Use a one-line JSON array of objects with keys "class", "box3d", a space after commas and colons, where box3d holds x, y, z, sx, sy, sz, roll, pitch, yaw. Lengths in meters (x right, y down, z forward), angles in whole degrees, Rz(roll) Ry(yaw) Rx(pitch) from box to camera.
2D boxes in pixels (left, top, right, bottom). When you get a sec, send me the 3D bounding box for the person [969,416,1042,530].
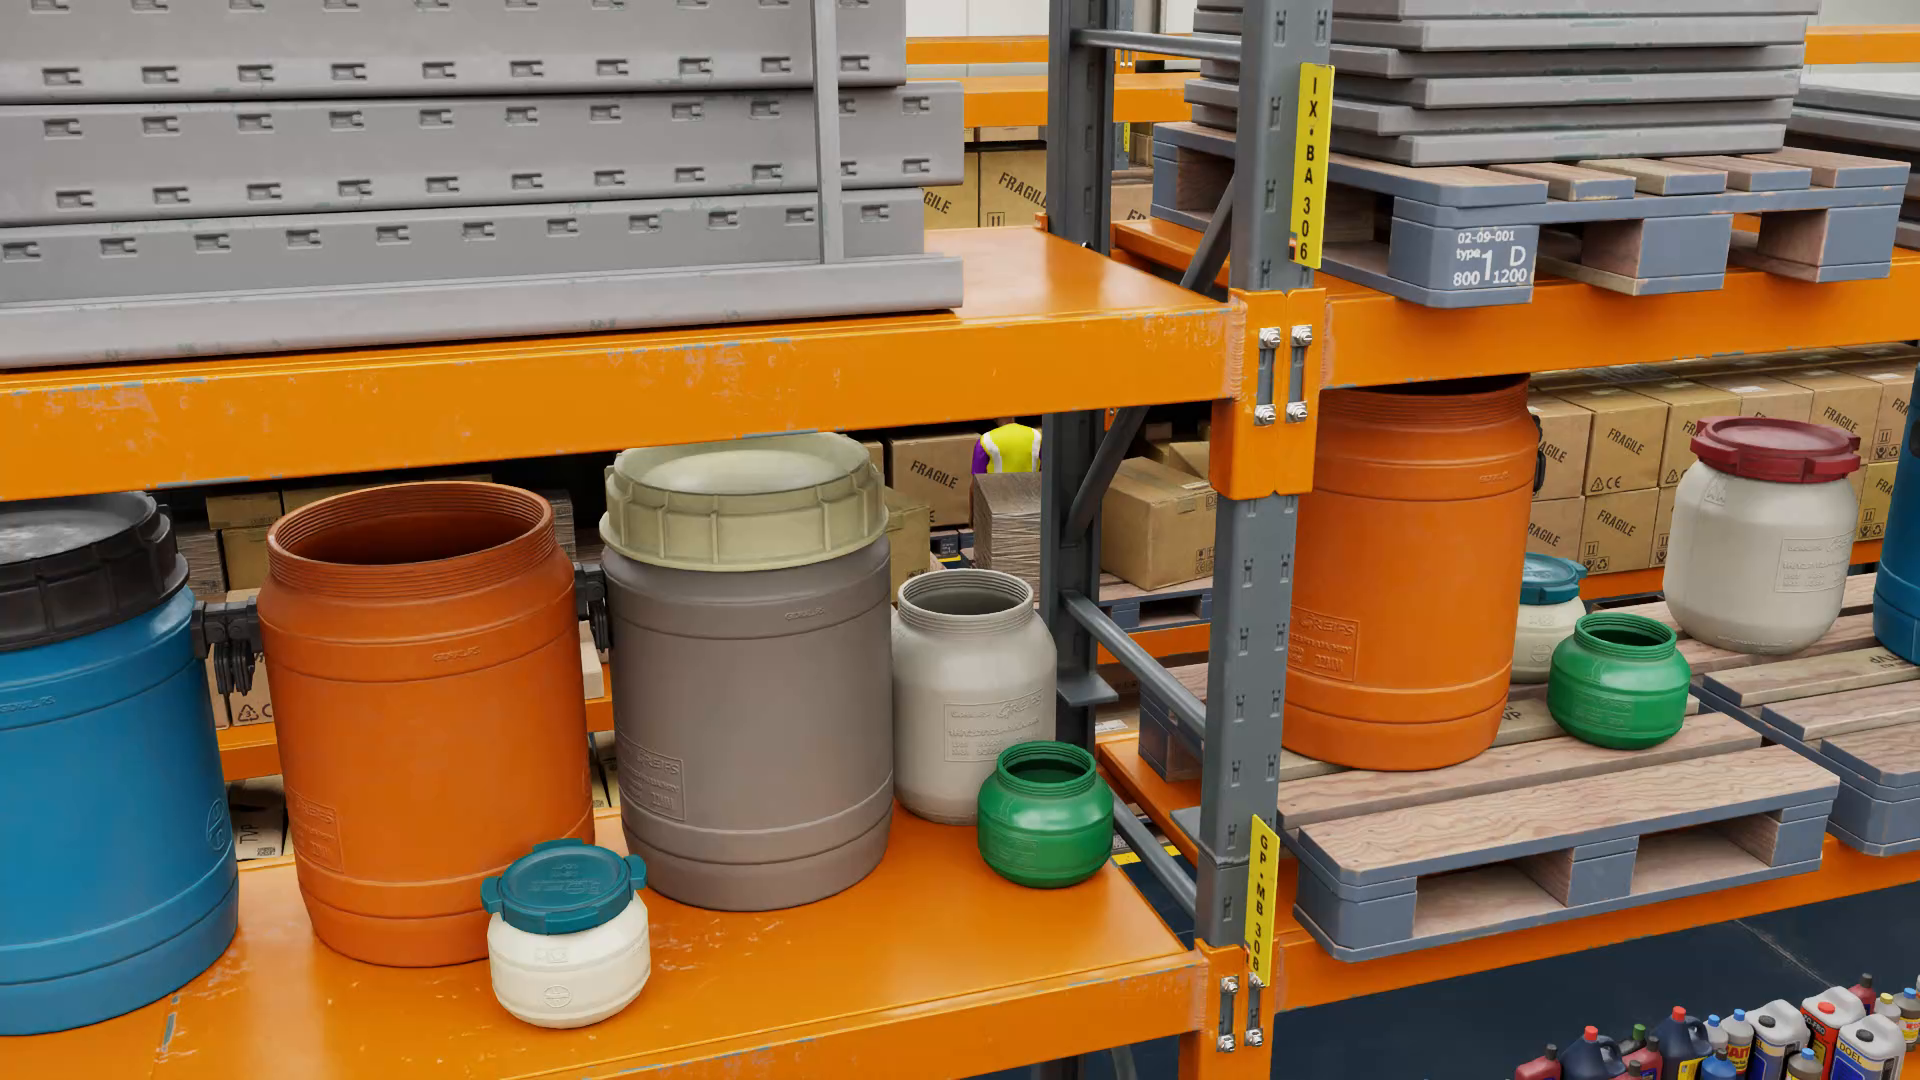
[{"class": "person", "box3d": [0.360, -0.236, 12.219, 0.627, 1.760, 0.460, -6, 20, -17]}]
